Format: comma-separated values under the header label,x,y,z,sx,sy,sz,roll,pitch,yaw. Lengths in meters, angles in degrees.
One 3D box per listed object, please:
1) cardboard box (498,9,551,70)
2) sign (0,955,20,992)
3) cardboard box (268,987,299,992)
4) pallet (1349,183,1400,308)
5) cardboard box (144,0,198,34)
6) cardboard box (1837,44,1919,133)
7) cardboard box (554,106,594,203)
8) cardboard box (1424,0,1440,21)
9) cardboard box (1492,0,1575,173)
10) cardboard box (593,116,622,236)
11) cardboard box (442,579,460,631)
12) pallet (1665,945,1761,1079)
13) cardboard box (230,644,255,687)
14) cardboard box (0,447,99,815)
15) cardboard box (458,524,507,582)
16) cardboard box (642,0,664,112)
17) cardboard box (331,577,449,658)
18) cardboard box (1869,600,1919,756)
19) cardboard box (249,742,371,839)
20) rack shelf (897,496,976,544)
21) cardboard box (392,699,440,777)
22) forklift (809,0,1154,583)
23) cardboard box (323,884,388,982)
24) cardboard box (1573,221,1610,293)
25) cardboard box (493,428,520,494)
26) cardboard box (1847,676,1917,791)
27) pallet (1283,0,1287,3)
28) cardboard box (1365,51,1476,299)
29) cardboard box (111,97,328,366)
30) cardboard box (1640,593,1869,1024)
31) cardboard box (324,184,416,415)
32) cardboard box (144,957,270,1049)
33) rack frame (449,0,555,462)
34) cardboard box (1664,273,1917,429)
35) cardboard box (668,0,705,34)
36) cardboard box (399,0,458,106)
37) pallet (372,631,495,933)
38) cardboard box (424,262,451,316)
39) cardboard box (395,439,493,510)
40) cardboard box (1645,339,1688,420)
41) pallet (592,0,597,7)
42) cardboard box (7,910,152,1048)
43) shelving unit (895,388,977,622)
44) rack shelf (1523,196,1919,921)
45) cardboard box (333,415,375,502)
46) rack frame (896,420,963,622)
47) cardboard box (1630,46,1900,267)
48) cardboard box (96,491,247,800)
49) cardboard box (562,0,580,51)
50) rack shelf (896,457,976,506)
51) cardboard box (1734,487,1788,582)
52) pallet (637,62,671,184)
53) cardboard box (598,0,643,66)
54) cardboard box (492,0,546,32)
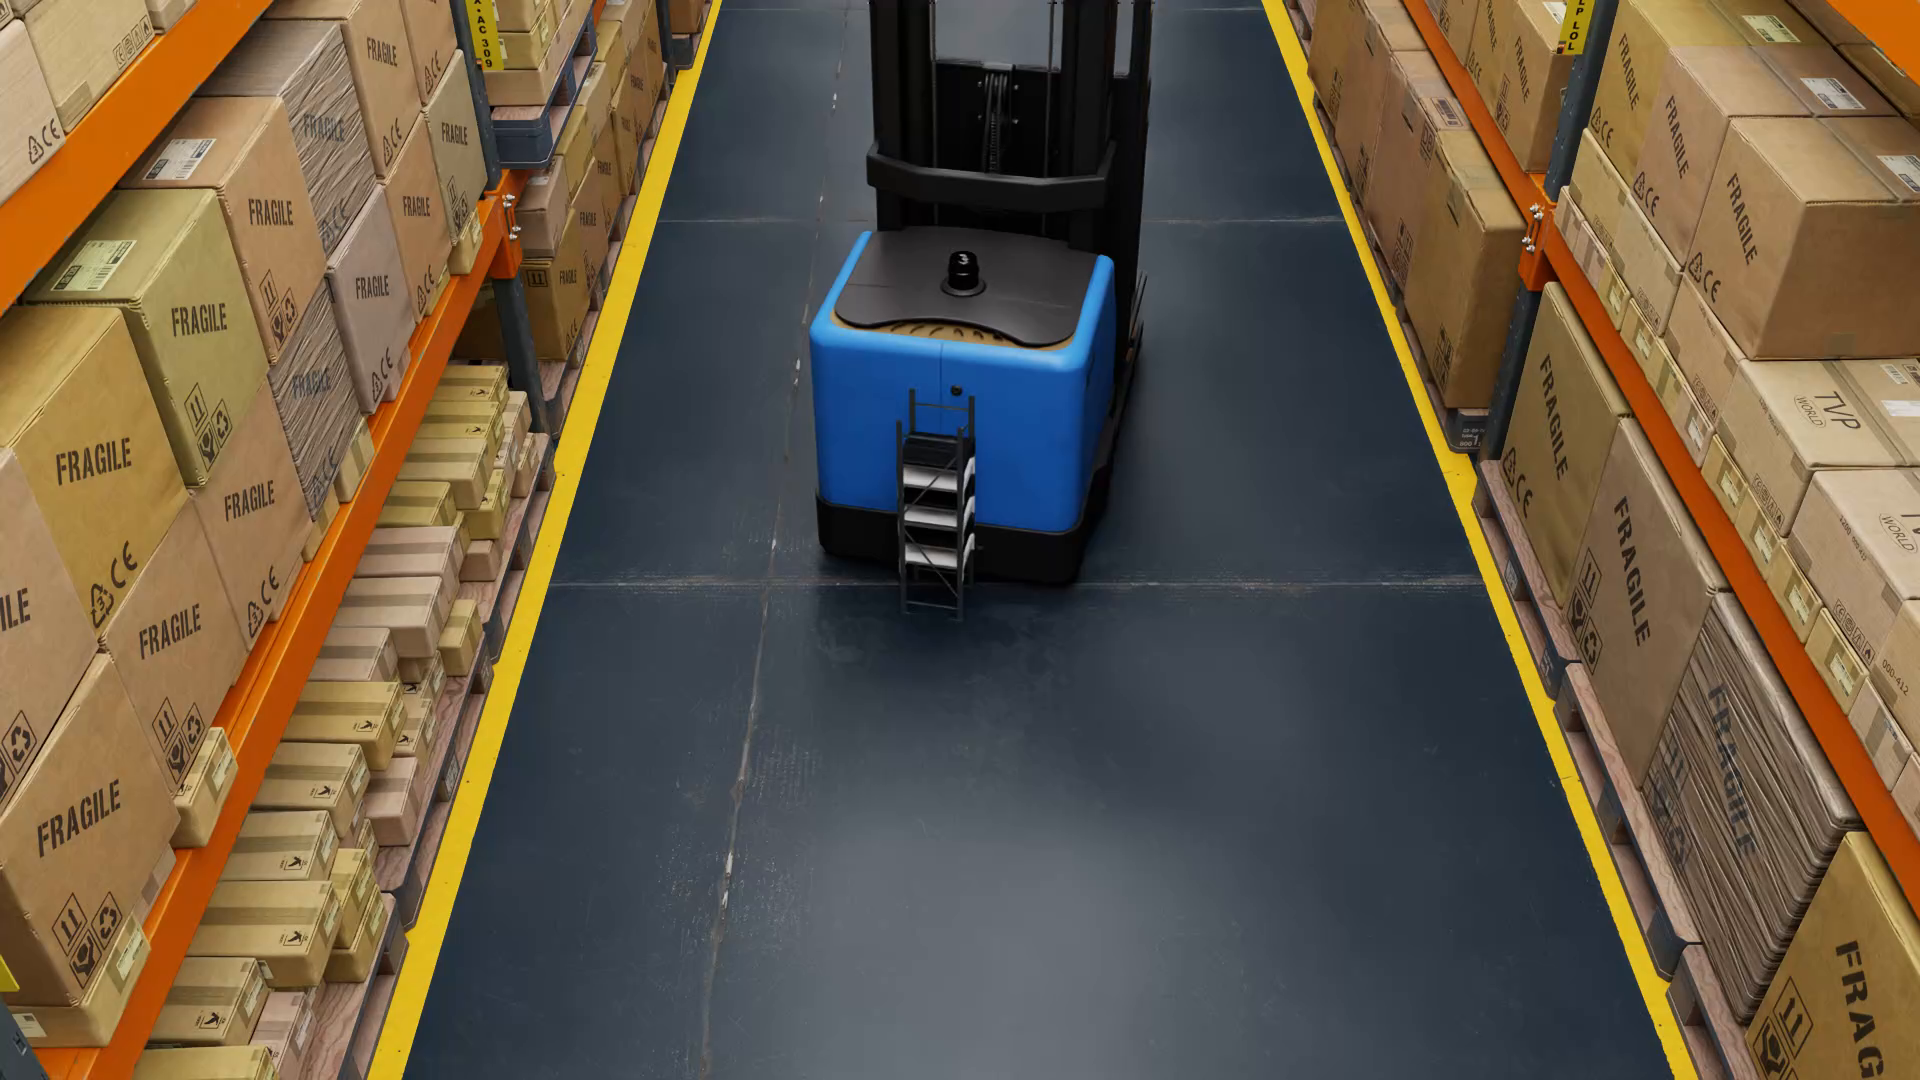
label,x,y,z,sx,sy,sz,roll,pitch,yaw
cardboard box,-1.794,-1.925,6.381,0.380,0.149,0.250,1,39,1
sign,-1.706,0.667,2.827,0.100,0.325,0.005,0,39,0
cardboard box,-2.025,1.185,4.578,0.380,0.149,0.250,0,39,1
pallet,2.626,-1.596,8.573,1.003,0.211,1.213,0,39,0
cardboard box,-1.993,-1.362,3.772,0.500,0.250,0.500,0,39,0
cardboard box,2.971,-1.187,5.114,0.500,0.500,0.500,0,39,0
cardboard box,-1.993,-1.773,7.627,0.500,0.250,0.500,1,39,1
cardboard box,2.436,-2.718,7.663,0.500,0.500,0.500,0,39,0
cardboard box,2.433,-1.768,6.478,0.500,0.500,0.500,0,39,0
cardboard box,-2.005,-1.806,8.268,0.500,0.500,0.500,1,39,1
cardboard box,-1.982,0.186,5.826,0.380,0.149,0.250,1,39,1
pallet,2.632,1.653,4.519,1.003,0.211,1.213,0,39,0
cardboard box,-2.023,0.241,4.251,0.380,0.149,0.250,0,39,0
cardboard box,-1.984,0.179,3.011,0.500,0.500,0.500,0,39,0
cardboard box,-1.931,0.025,6.264,0.380,0.149,0.250,-1,39,-2
cardboard box,-1.996,-2.775,9.477,0.500,0.500,0.500,0,39,0
cardboard box,-1.918,0.258,5.498,0.380,0.149,0.250,-1,39,-2
cardboard box,2.445,0.387,3.751,0.500,0.250,0.500,-1,39,-1
cardboard box,-1.976,0.735,4.902,0.380,0.149,0.250,1,39,2
rack shelf,-0.086,-0.090,6.197,0.258,0.077,0.200,8,39,9
cardboard box,-1.944,0.658,5.474,0.380,0.149,0.250,0,39,0
forklift,0.244,-1.903,6.781,1.130,2.935,3.031,8,39,9
cardboard box,-1.909,1.147,4.864,0.380,0.149,0.250,0,39,1
cardboard box,2.375,-0.989,5.787,0.380,0.149,0.250,-1,39,-2
cardboard box,-1.922,-0.298,6.429,0.380,0.149,0.250,-2,39,-2
cardboard box,2.381,0.464,3.974,0.380,0.149,0.250,1,39,1
pallet,2.704,-4.100,11.697,1.003,0.211,1.213,0,39,0
cardboard box,2.684,-1.731,7.874,1.225,0.875,0.875,-1,39,-2
cardboard box,-1.973,-0.781,4.208,0.500,0.500,0.500,-1,39,-1
cardboard box,2.629,0.760,4.766,0.875,0.875,0.875,0,39,0
cardboard box,-1.972,-0.714,4.924,0.500,0.500,0.500,0,39,0
cardboard box,-2.030,1.221,4.296,0.380,0.149,0.250,1,39,1
rack frame,-2.253,-1.497,6.219,1.000,3.000,0.127,0,39,0
cardboard box,2.447,-0.566,4.939,0.500,0.250,0.500,1,39,1
cardboard box,-2.169,-3.665,10.388,1.050,0.750,0.750,-1,39,-1
cardboard box,-1.982,-1.748,5.415,0.500,0.500,0.500,-1,39,-2
pallet,-2.213,0.776,5.612,1.003,0.211,1.213,0,39,0
cardboard box,-1.969,-0.892,5.665,0.380,0.149,0.250,1,39,2
cardboard box,-1.945,-0.242,6.122,0.380,0.149,0.250,0,39,0
cardboard box,2.378,-0.500,5.176,0.380,0.149,0.250,-1,39,-1
pallet,-2.215,-2.685,7.855,1.003,0.211,1.213,0,39,0
cardboard box,-1.921,0.900,3.429,0.380,0.149,0.250,0,39,0
shelving unit,-0.086,-0.116,6.176,0.258,0.900,0.210,8,39,9
rack shelf,2.709,0.095,4.809,1.077,0.370,4.000,0,39,0
cardboard box,-1.945,-0.242,4.855,0.380,0.149,0.250,1,39,1
rack frame,-0.107,-0.054,6.098,0.240,0.900,0.006,8,39,9
cardboard box,2.444,-1.179,5.106,0.500,0.500,0.500,0,39,0
cardboard box,-1.999,0.234,3.741,0.500,0.500,0.500,0,39,0
cardboard box,-1.796,-2.139,6.885,0.380,0.149,0.250,0,39,0
rack shelf,-0.086,-0.231,6.084,0.258,0.077,0.200,8,39,9
cardboard box,2.380,-0.016,4.572,0.380,0.149,0.250,1,39,1
pallet,-2.259,-2.421,9.602,1.003,0.211,1.213,0,39,0
cardboard box,-1.984,-2.736,8.829,0.500,0.250,0.500,0,39,1
cardboard box,-1.794,-2.041,6.288,0.380,0.149,0.250,2,39,2
